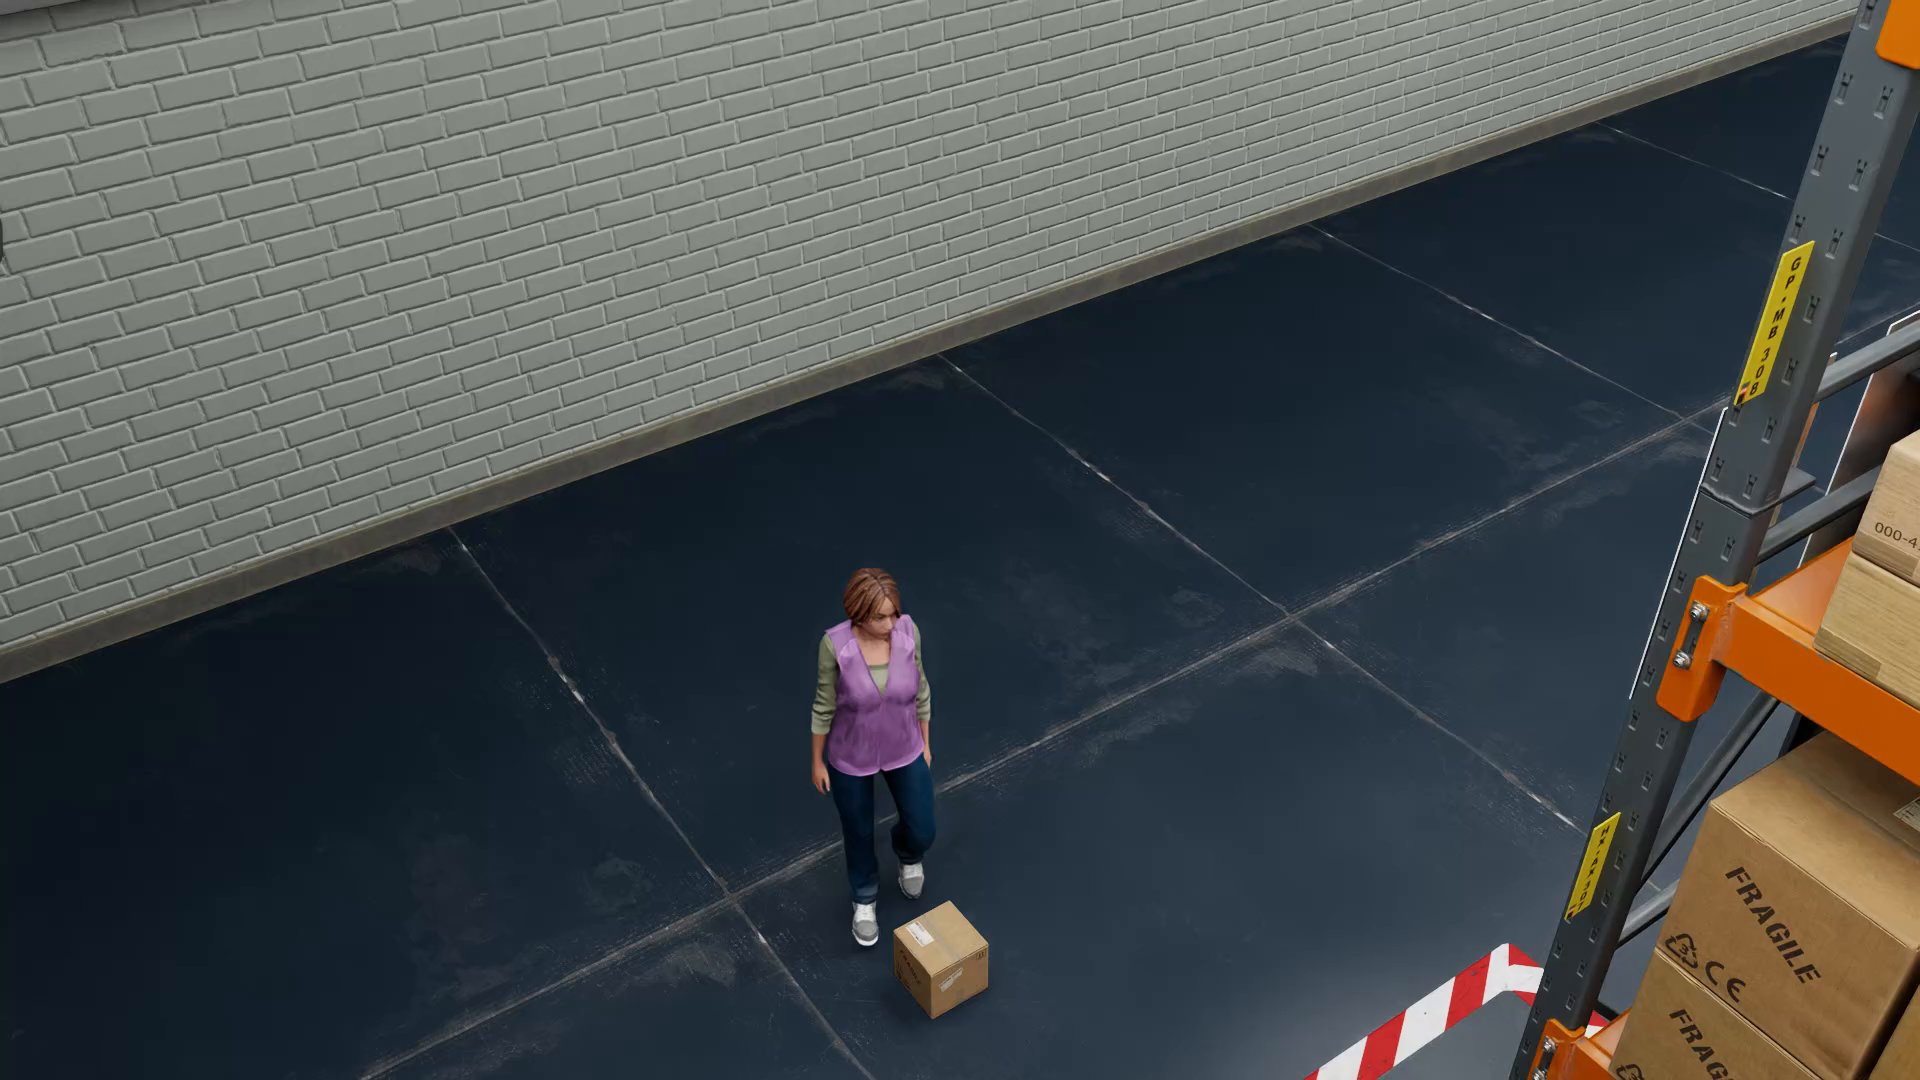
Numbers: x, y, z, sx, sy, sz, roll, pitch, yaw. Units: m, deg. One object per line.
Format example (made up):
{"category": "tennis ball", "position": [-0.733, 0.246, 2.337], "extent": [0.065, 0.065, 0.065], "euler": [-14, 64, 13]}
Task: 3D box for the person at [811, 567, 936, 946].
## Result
{"category": "person", "position": [-0.309, 0.782, 5.963], "extent": [0.452, 1.603, 0.401], "euler": [-8, 38, -11]}
